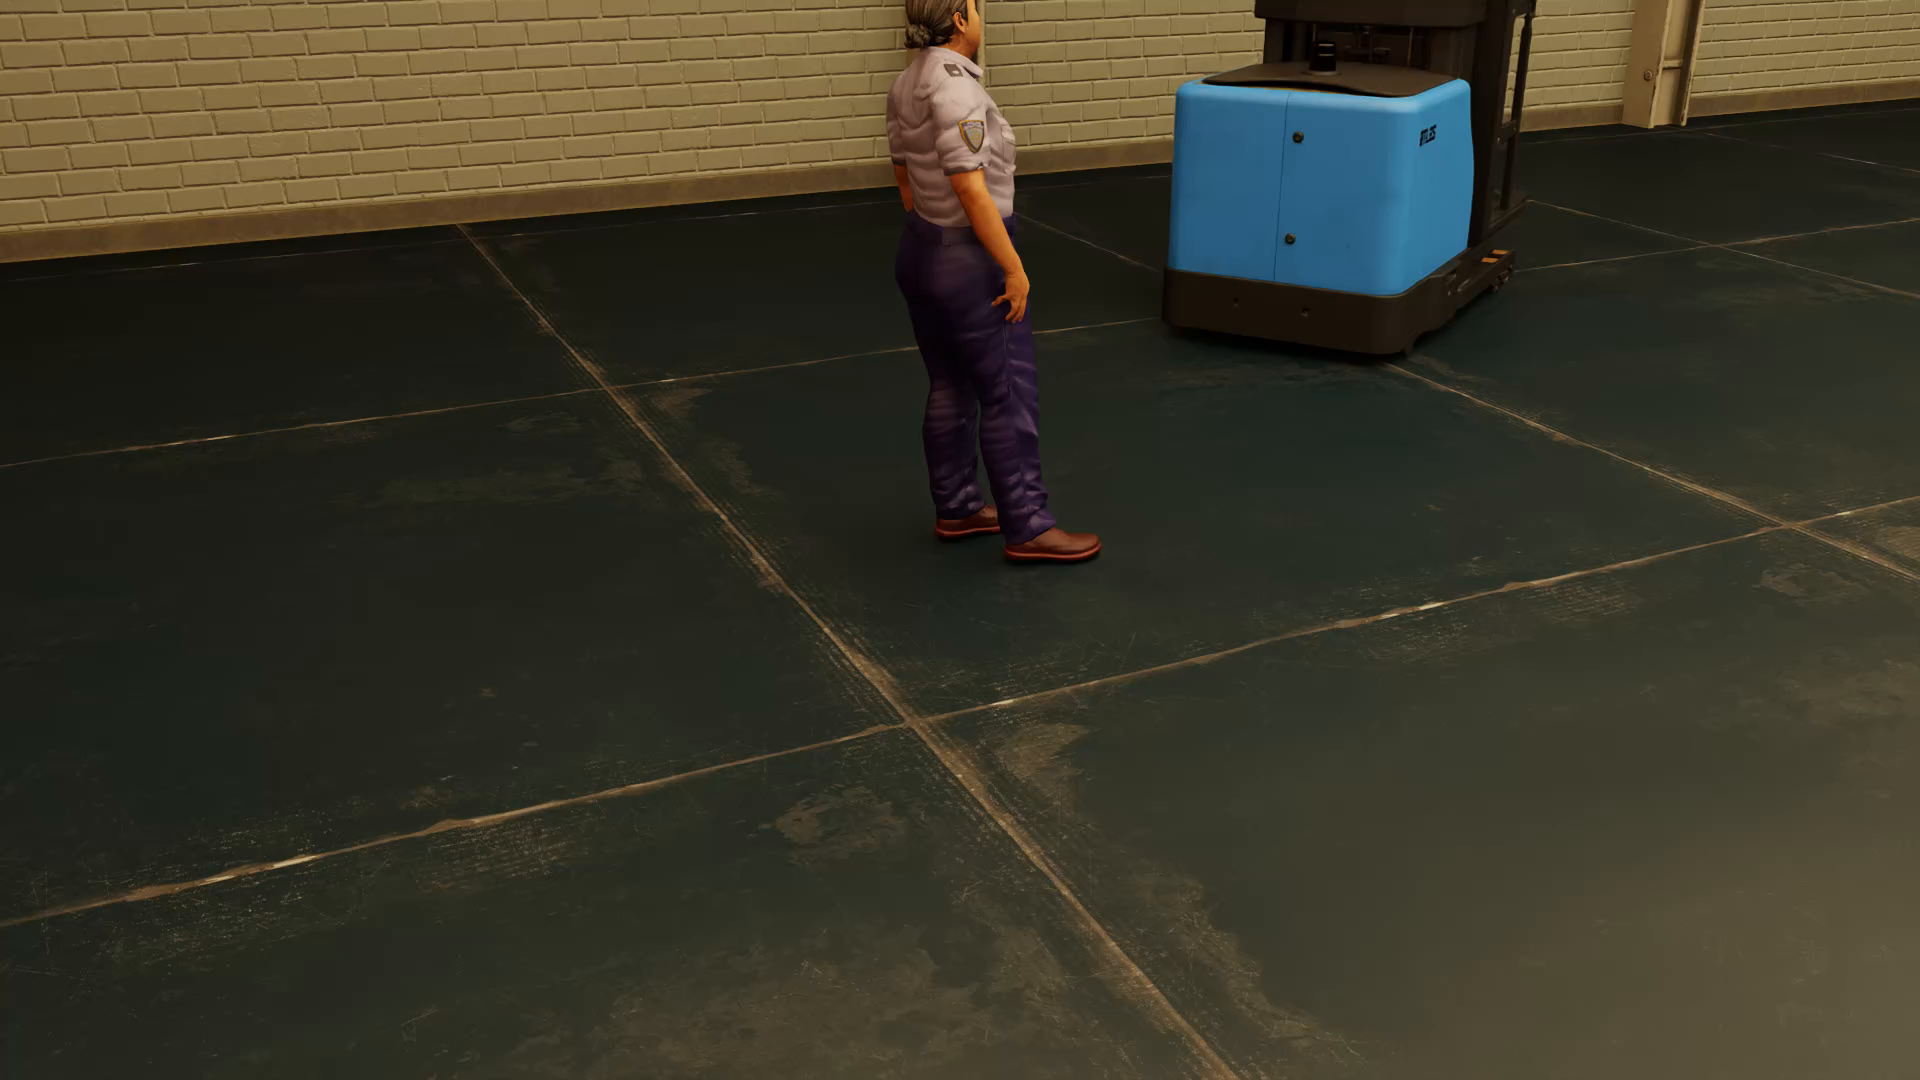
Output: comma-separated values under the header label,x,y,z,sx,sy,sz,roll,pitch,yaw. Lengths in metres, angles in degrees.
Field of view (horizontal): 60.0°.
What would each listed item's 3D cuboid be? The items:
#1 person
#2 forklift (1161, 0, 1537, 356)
label,x,y,z,sx,sy,sz,roll,pitch,yaw
person,0.090,-0.775,4.804,0.503,1.650,0.599,-10,25,-23
forklift,2.060,-2.622,7.597,1.130,2.935,3.031,13,26,28
